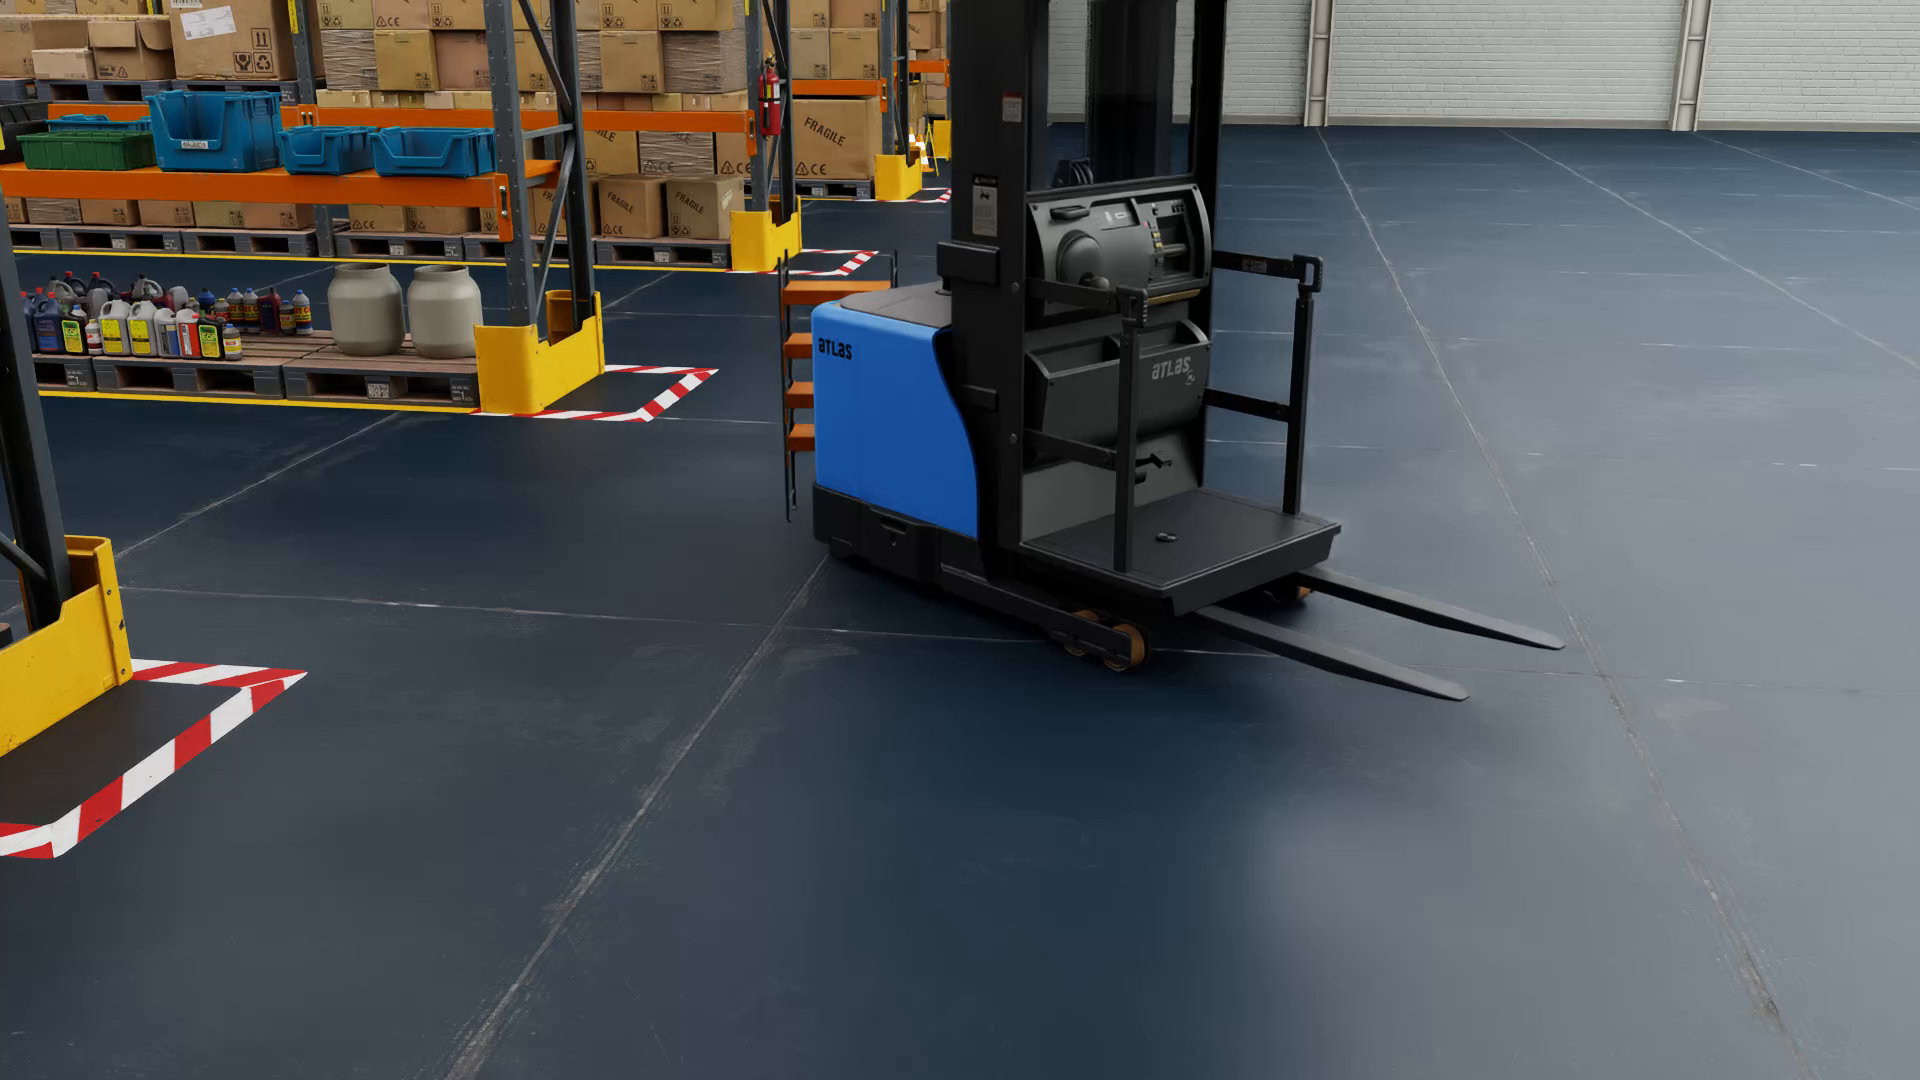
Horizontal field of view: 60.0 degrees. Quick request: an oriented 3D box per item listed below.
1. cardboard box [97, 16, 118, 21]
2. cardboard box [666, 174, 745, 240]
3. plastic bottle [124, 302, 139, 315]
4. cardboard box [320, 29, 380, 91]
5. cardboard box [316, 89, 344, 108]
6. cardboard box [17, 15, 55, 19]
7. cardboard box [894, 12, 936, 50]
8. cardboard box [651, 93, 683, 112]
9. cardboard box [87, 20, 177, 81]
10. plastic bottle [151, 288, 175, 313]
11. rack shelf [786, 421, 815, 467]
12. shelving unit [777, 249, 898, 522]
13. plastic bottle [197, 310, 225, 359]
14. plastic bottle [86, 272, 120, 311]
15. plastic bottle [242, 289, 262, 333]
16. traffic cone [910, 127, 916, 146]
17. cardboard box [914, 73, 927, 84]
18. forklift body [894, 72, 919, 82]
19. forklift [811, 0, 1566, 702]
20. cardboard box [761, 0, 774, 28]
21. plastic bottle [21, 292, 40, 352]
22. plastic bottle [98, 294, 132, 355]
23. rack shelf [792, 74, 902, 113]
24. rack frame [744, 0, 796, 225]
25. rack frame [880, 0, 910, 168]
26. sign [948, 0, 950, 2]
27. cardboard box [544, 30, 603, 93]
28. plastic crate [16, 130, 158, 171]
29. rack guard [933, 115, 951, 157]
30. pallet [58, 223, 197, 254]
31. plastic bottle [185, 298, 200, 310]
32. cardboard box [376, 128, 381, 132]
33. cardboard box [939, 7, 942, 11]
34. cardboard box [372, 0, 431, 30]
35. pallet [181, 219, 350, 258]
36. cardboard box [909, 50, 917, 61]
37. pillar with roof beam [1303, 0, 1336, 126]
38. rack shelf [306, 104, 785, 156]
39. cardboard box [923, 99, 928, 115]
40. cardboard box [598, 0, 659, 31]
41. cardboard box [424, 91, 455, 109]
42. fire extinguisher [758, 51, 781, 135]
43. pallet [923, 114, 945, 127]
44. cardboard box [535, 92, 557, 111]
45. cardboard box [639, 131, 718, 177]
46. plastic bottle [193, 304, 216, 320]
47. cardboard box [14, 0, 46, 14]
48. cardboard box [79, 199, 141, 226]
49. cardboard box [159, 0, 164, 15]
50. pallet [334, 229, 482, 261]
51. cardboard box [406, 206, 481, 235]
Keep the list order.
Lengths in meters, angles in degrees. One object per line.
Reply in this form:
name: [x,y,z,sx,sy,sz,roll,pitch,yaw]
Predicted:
cardboard box: [-9.957,-6.118,19.657,0.250,0.149,0.380,3,19,10]
cardboard box: [-2.232,-2.935,14.625,0.500,0.500,0.500,7,20,19]
plastic bottle: [-5.017,-1.297,10.052,0.135,0.276,0.152,3,19,9]
cardboard box: [-5.133,-4.232,14.598,0.500,0.500,0.875,3,19,9]
cardboard box: [-5.403,-3.862,14.513,0.250,0.149,0.380,3,19,9]
cardboard box: [-10.987,-6.171,19.815,0.250,0.149,0.380,4,19,11]
cardboard box: [-0.626,-7.119,23.225,0.500,0.500,0.500,3,19,8]
cardboard box: [-2.434,-3.724,14.102,0.250,0.149,0.380,3,19,9]
cardboard box: [-7.294,-4.392,14.878,0.637,0.503,0.797,5,19,14]
plastic bottle: [-5.019,-1.444,10.478,0.133,0.283,0.061,3,19,9]
rack shelf: [-0.533,-0.434,7.547,0.480,0.148,0.258,1,19,2]
shelving unit: [-0.533,-0.686,7.462,0.503,1.200,0.258,1,19,2]
plastic bottle: [-4.405,-1.209,9.775,0.133,0.283,0.061,3,19,10]
plastic bottle: [-5.482,-1.535,10.644,0.185,0.351,0.144,2,19,6]
plastic bottle: [-4.483,-1.454,10.527,0.097,0.271,0.097,0,18,0]
traffic cone: [-0.675,-5.404,22.724,0.334,0.463,0.336,3,19,9]
cardboard box: [-0.771,-7.885,28.239,0.500,0.250,0.500,3,19,9]
forklift body: [-1.424,-7.666,26.824,1.214,2.155,2.313,3,19,9]
forklift: [0.748,-1.107,5.991,1.130,2.935,3.031,-17,25,-41]
cardboard box: [-2.181,-6.117,18.919,0.550,0.550,0.875,3,19,9]
plastic bottle: [-5.622,-1.316,9.990,0.185,0.351,0.144,3,19,10]
plastic bottle: [-5.016,-1.285,9.898,0.185,0.351,0.144,3,19,8]
rack shelf: [-2.706,-5.193,19.229,4.000,0.370,1.077,3,19,9]
rack frame: [-1.618,-3.885,14.185,0.127,3.000,1.000,3,19,9]
rack frame: [-0.731,-5.433,18.814,0.127,3.000,1.000,3,19,9]
sign: [-0.154,-7.515,22.714,0.005,0.325,0.100,3,19,9]
cardboard box: [-3.156,-4.136,14.309,0.500,0.500,0.875,3,19,9]
plastic crate: [-5.057,-2.277,9.715,0.662,0.188,0.450,3,19,9]
rack guard: [-0.121,-5.808,23.872,0.348,0.500,1.175,3,19,9]
pallet: [-7.544,-2.863,15.527,1.213,0.211,1.003,3,19,9]
plastic bottle: [-4.882,-1.441,10.599,0.097,0.201,0.097,0,18,0]
cardboard box: [-7.179,-4.866,20.004,0.750,0.750,1.050,3,19,9]
cardboard box: [-0.396,-8.881,27.938,0.250,0.149,0.380,3,19,8]
cardboard box: [-4.669,-4.622,14.186,0.500,0.500,0.500,3,19,9]
pallet: [-6.336,-2.802,15.345,1.213,0.211,1.003,3,19,9]
cardboard box: [-0.717,-6.800,23.294,0.250,0.149,0.380,3,19,8]
pillar with roof beam: [5.434,-10.056,23.176,0.400,9.000,9.100,3,19,9]
rack shelf: [-3.593,-3.644,14.600,4.000,0.370,1.077,3,19,9]
cardboard box: [-0.758,-7.420,28.424,0.500,0.250,0.500,3,19,9]
cardboard box: [-2.695,-4.521,13.885,0.500,0.500,0.500,3,19,9]
cardboard box: [-4.418,-3.806,14.347,0.250,0.149,0.380,3,19,9]
fire extinguisher: [-1.578,-3.698,13.749,0.183,0.674,0.296,3,19,9]
pallet: [-0.024,-7.248,28.631,1.213,0.211,1.003,3,19,9]
cardboard box: [-3.430,-3.758,14.202,0.250,0.149,0.380,3,19,9]
cardboard box: [-3.180,-4.728,19.394,0.875,0.875,0.875,3,19,9]
plastic bottle: [-4.515,-1.263,9.938,0.133,0.283,0.061,3,19,9]
cardboard box: [-13.901,-8.131,25.142,0.500,0.500,0.500,3,19,9]
cardboard box: [-7.741,-3.233,15.483,0.500,0.500,0.700,5,19,13]
cardboard box: [-12.326,-8.215,25.393,0.500,0.500,0.500,3,19,9]
pallet: [-4.899,-2.741,15.162,1.213,0.211,1.003,3,19,9]
cardboard box: [-4.612,-3.040,14.940,0.500,0.500,0.500,9,21,26]
